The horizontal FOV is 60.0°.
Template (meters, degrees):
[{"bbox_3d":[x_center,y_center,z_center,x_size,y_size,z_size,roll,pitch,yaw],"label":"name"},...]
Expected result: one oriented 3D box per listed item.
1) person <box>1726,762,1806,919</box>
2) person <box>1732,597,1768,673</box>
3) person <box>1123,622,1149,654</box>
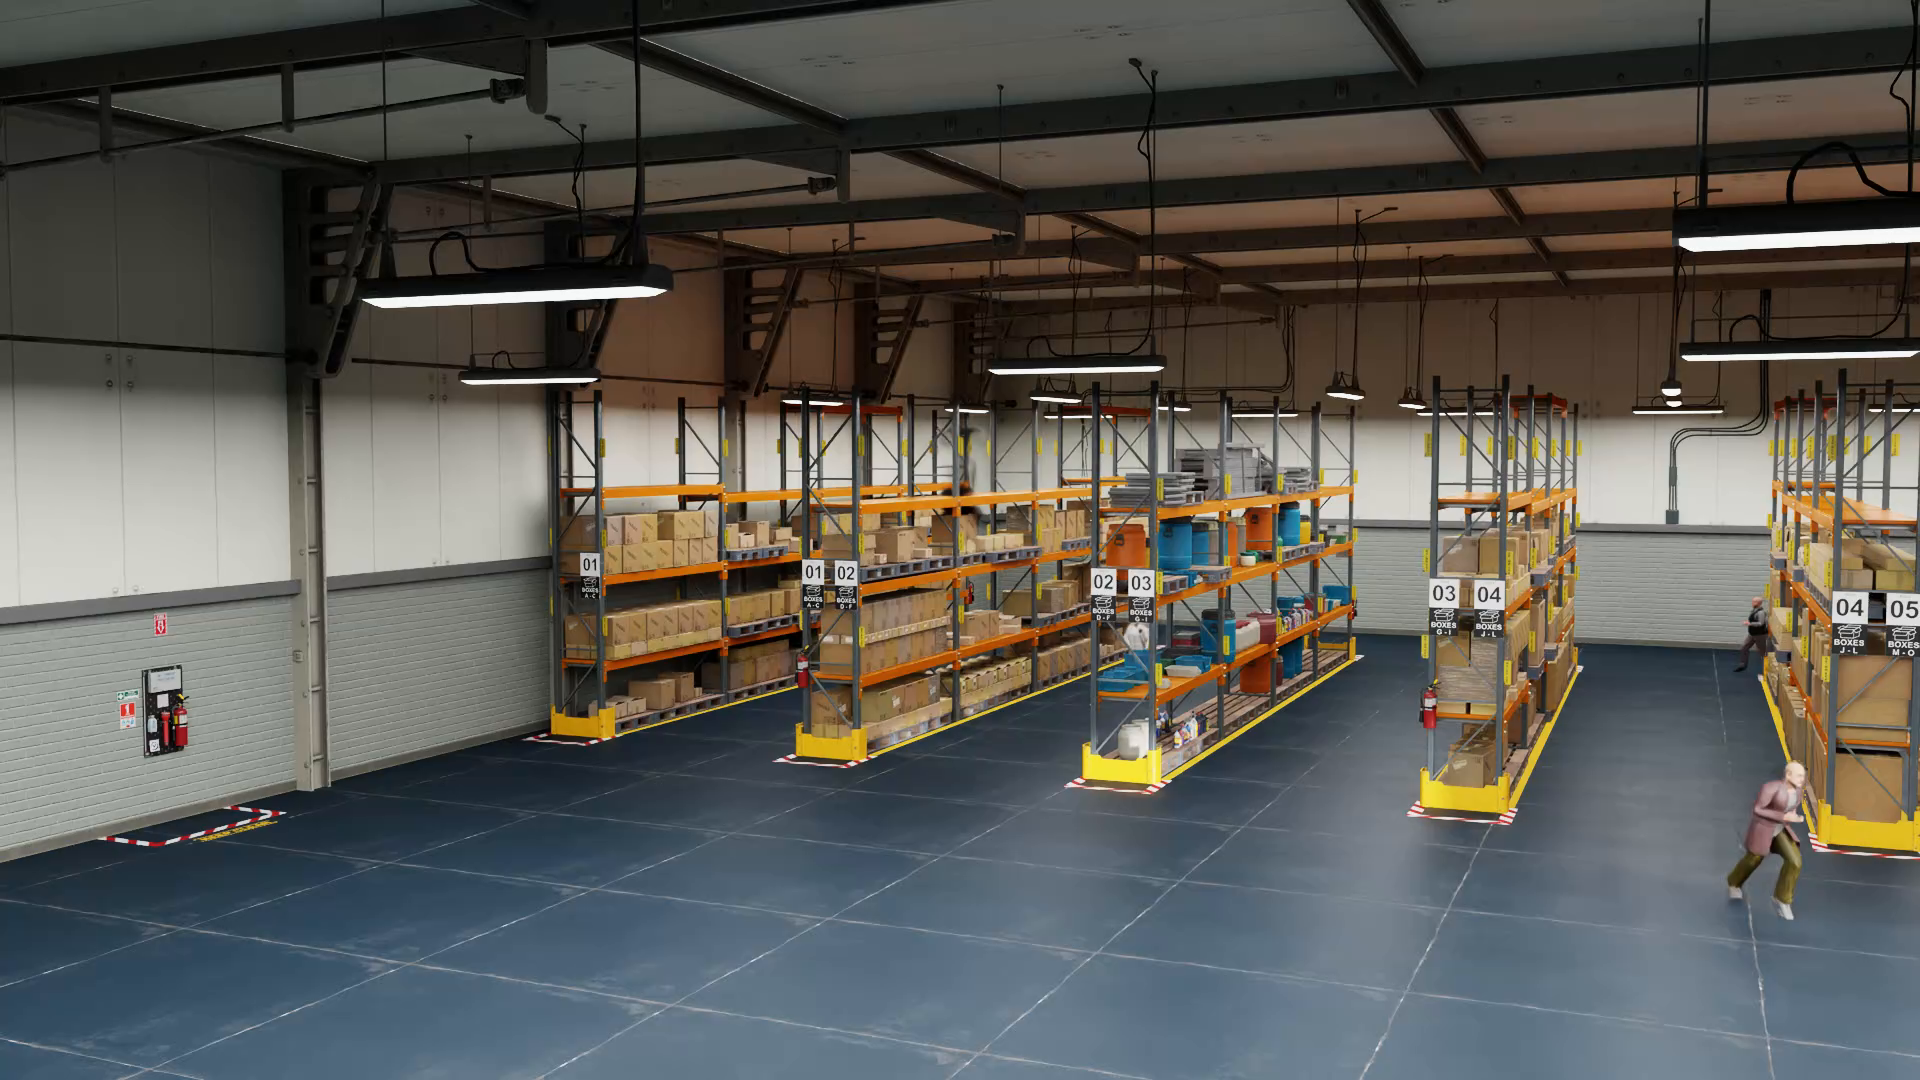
[{"bbox_3d":[8.741,3.200,17.972,0.747,1.736,1.037,-1,3,-19],"label":"person"},{"bbox_3d":[17.613,2.113,36.677,0.856,1.728,0.689,0,3,5],"label":"person"},{"bbox_3d":[3.641,2.293,34.288,0.612,1.660,0.554,1,3,22],"label":"person"}]
